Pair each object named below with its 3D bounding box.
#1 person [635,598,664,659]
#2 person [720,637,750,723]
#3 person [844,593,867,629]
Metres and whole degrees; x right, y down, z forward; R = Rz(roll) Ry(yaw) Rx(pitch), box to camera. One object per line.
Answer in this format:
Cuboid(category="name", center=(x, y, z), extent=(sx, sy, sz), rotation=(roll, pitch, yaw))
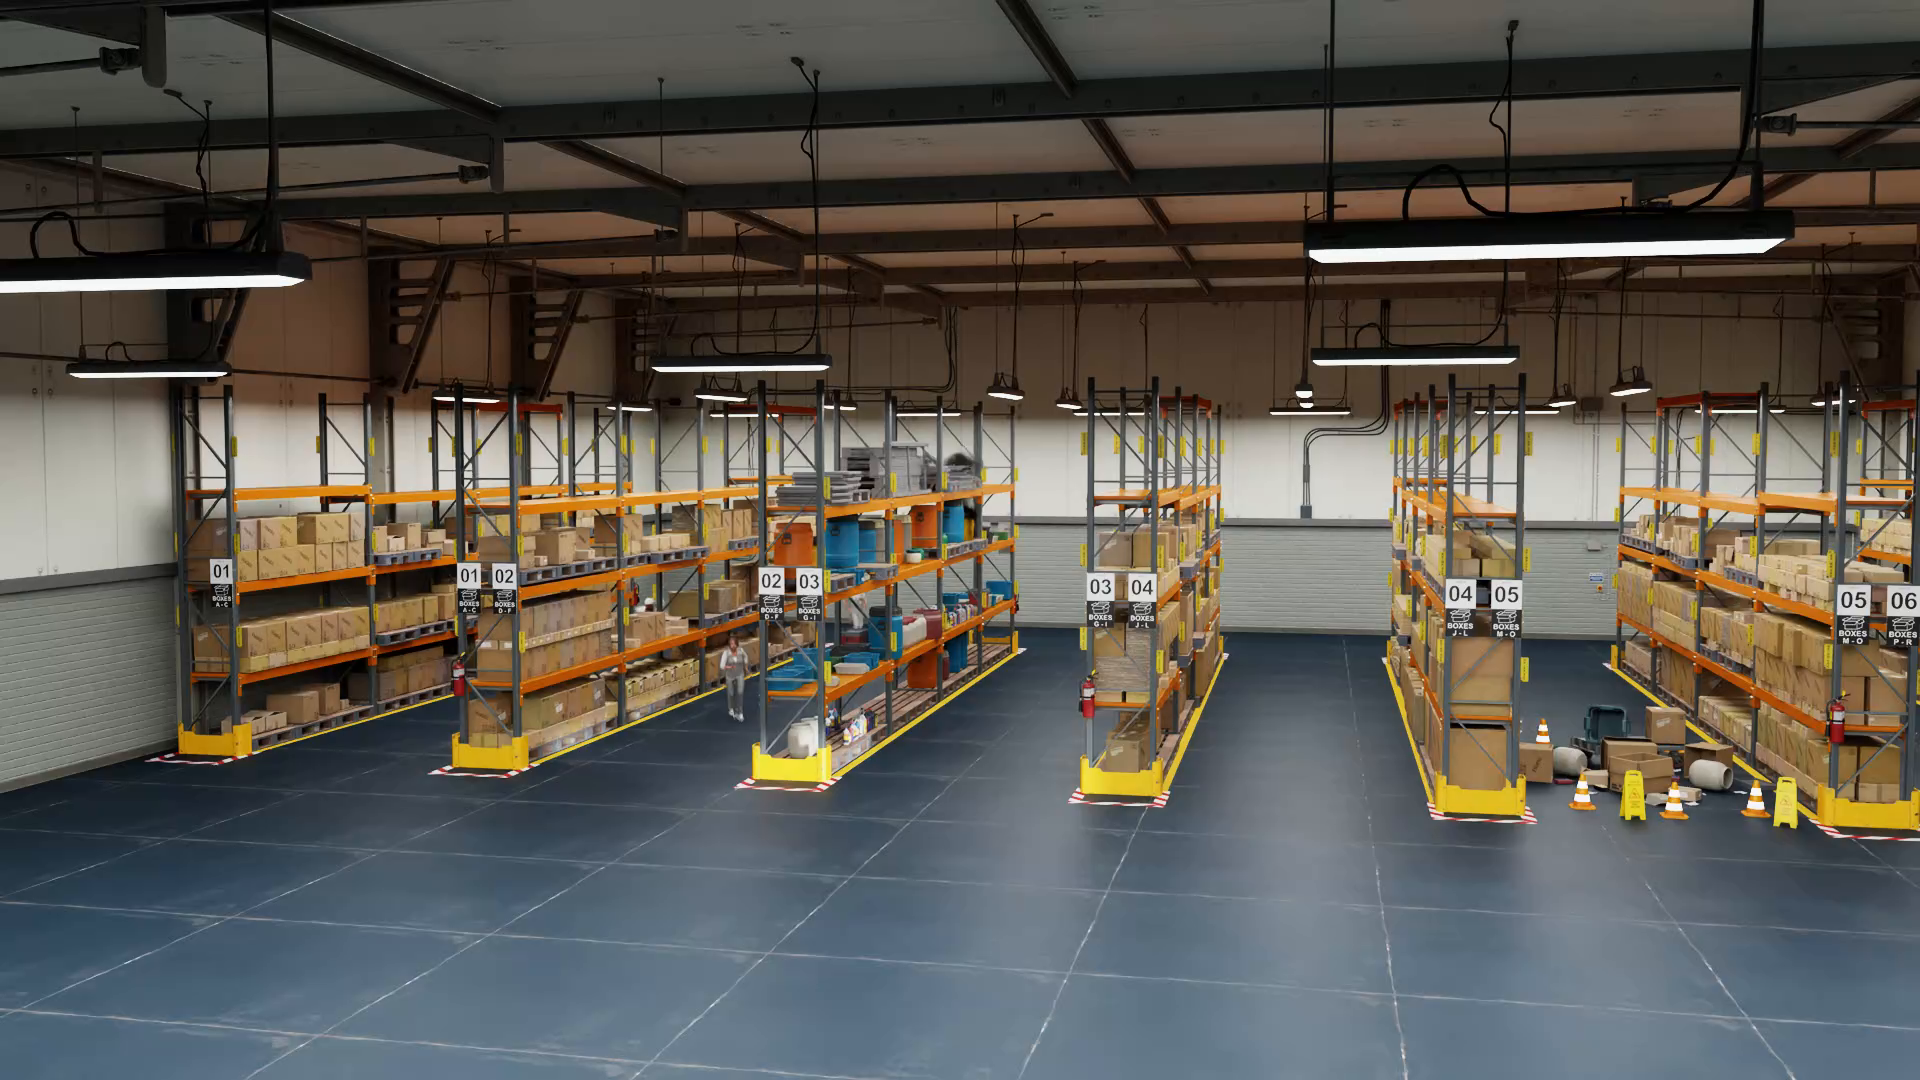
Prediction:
Cuboid(category="person", center=(-6.856, 2.109, 37.048), extent=(0.747, 1.718, 1.046), rotation=(0, 3, 6))
Cuboid(category="person", center=(-4.106, 2.531, 30.341), extent=(0.540, 1.560, 0.904), rotation=(-1, 3, -10))
Cuboid(category="person", center=(-2.619, 1.811, 41.783), extent=(0.578, 1.574, 0.645), rotation=(-1, 3, -14))
